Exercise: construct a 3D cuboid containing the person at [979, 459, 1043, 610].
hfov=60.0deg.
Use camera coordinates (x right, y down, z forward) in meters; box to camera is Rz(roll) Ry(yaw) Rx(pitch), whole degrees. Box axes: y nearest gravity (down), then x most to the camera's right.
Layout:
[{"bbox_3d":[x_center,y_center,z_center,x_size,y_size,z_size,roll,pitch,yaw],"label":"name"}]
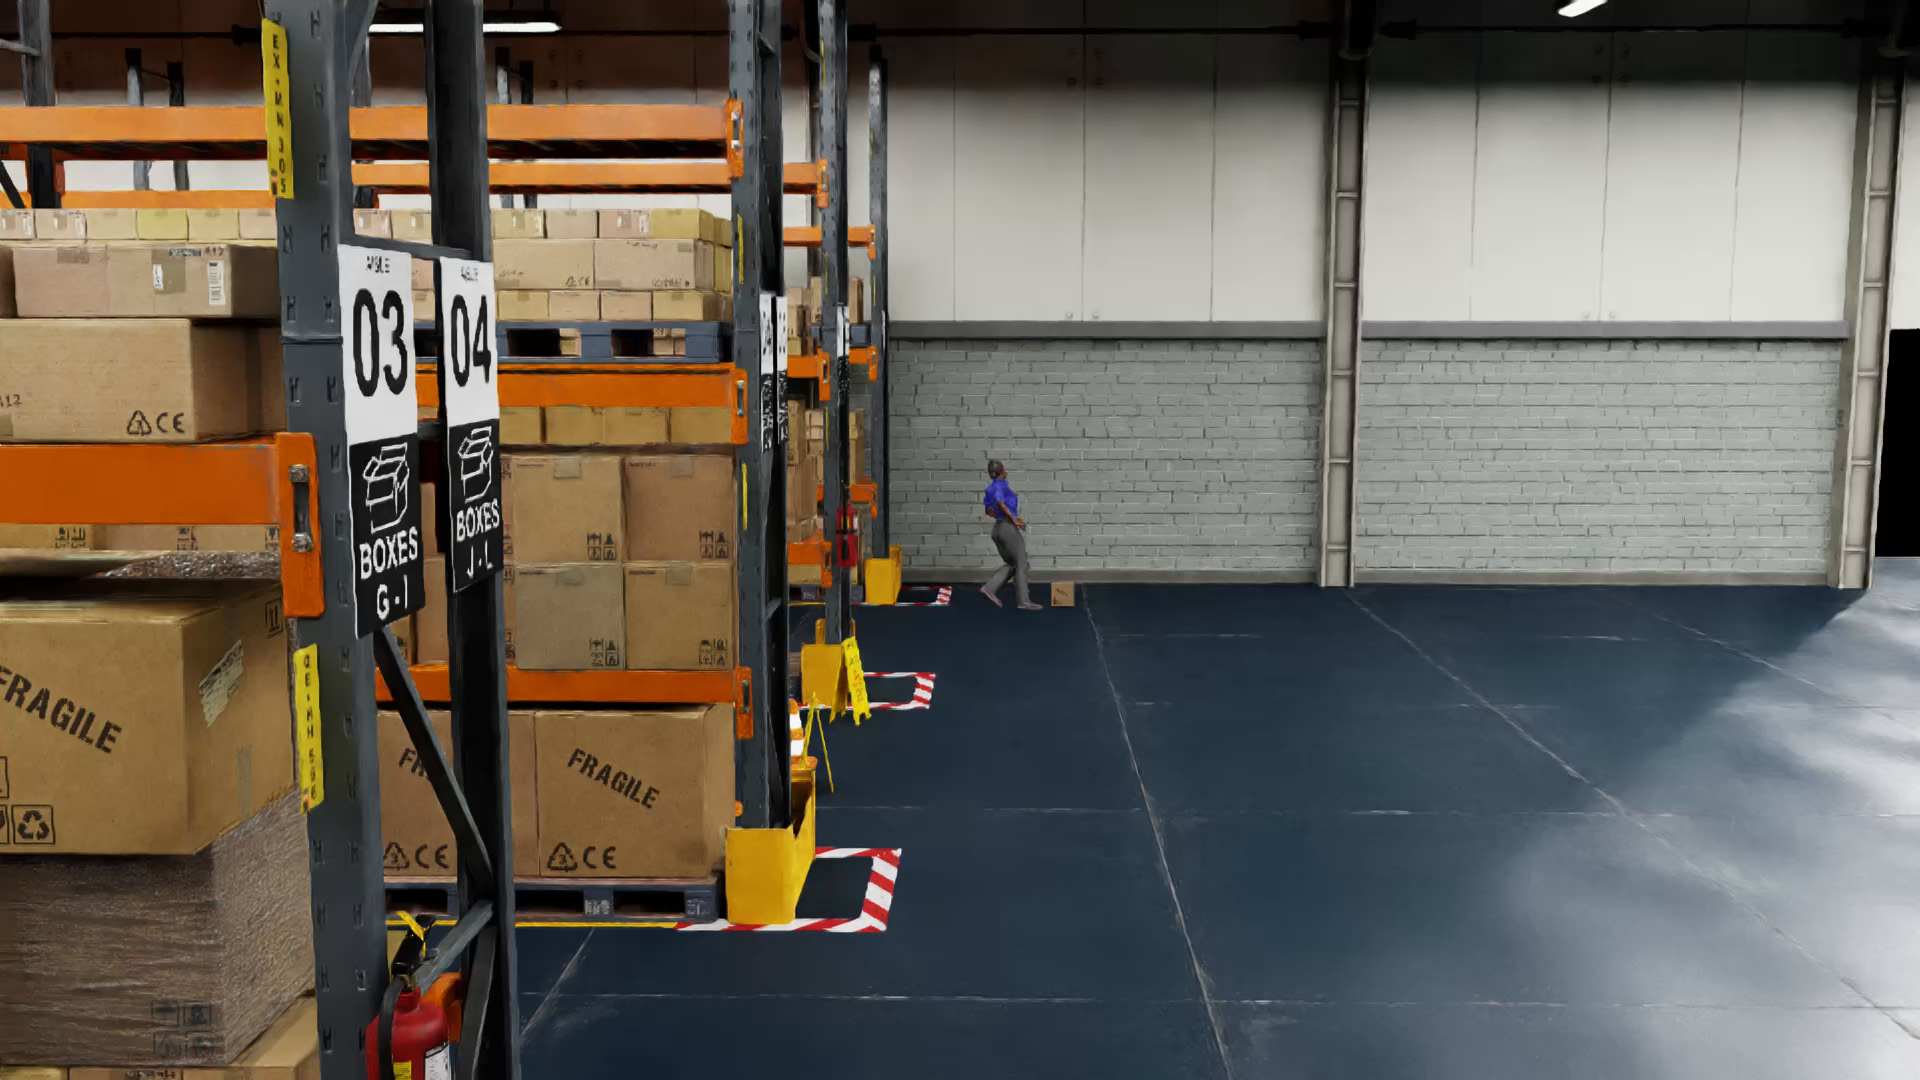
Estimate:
[{"bbox_3d":[0.492,-0.069,17.979,0.680,1.613,0.610,-3,8,-21],"label":"person"}]
